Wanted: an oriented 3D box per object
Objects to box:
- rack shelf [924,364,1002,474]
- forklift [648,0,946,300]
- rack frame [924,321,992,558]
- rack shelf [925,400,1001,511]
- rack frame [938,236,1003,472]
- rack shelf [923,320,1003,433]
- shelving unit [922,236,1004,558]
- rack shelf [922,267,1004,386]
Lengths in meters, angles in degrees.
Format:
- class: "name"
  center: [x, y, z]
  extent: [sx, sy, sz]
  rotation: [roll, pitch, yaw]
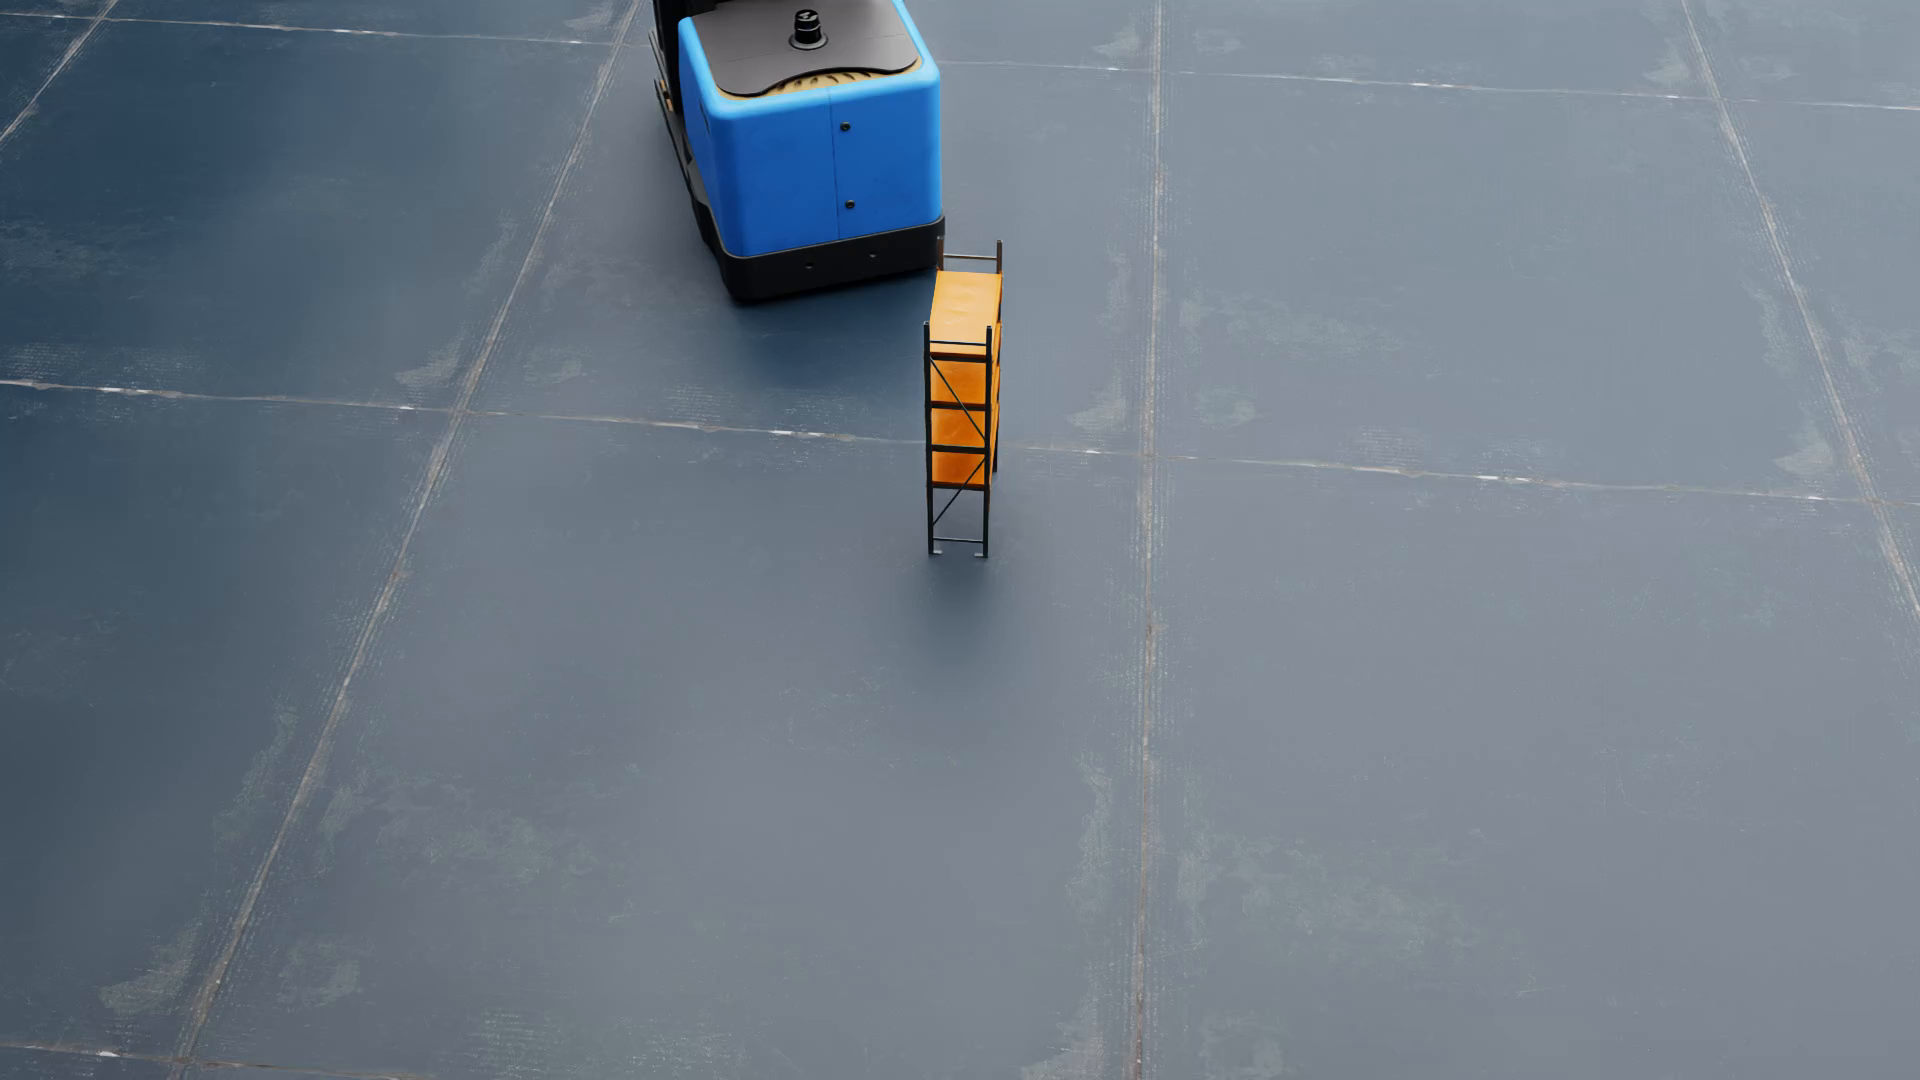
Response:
- class: "rack shelf"
  center: [0.015, -0.481, 6.468]
  extent: [0.258, 0.148, 0.480]
  rotation: [4, 48, 4]
- class: "forklift"
  center: [-0.982, -3.208, 7.698]
  extent: [1.130, 2.935, 3.031]
  rotation: [-13, 49, -11]
- class: "rack frame"
  center: [-0.007, -0.347, 6.255]
  extent: [0.240, 1.200, 0.015]
  rotation: [4, 48, 4]
- class: "rack shelf"
  center: [0.015, -0.347, 6.615]
  extent: [0.258, 0.148, 0.480]
  rotation: [4, 48, 4]
- class: "rack frame"
  center: [0.037, -0.706, 6.582]
  extent: [0.240, 1.200, 0.015]
  rotation: [4, 48, 4]
- class: "rack shelf"
  center: [0.015, -0.632, 6.303]
  extent: [0.258, 0.148, 0.480]
  rotation: [4, 48, 4]
- class: "shelving unit"
  center: [0.015, -0.527, 6.419]
  extent: [0.258, 1.200, 0.503]
  rotation: [4, 48, 4]
- class: "rack shelf"
  center: [0.015, -0.792, 6.129]
  extent: [0.258, 0.148, 0.480]
  rotation: [4, 48, 4]
